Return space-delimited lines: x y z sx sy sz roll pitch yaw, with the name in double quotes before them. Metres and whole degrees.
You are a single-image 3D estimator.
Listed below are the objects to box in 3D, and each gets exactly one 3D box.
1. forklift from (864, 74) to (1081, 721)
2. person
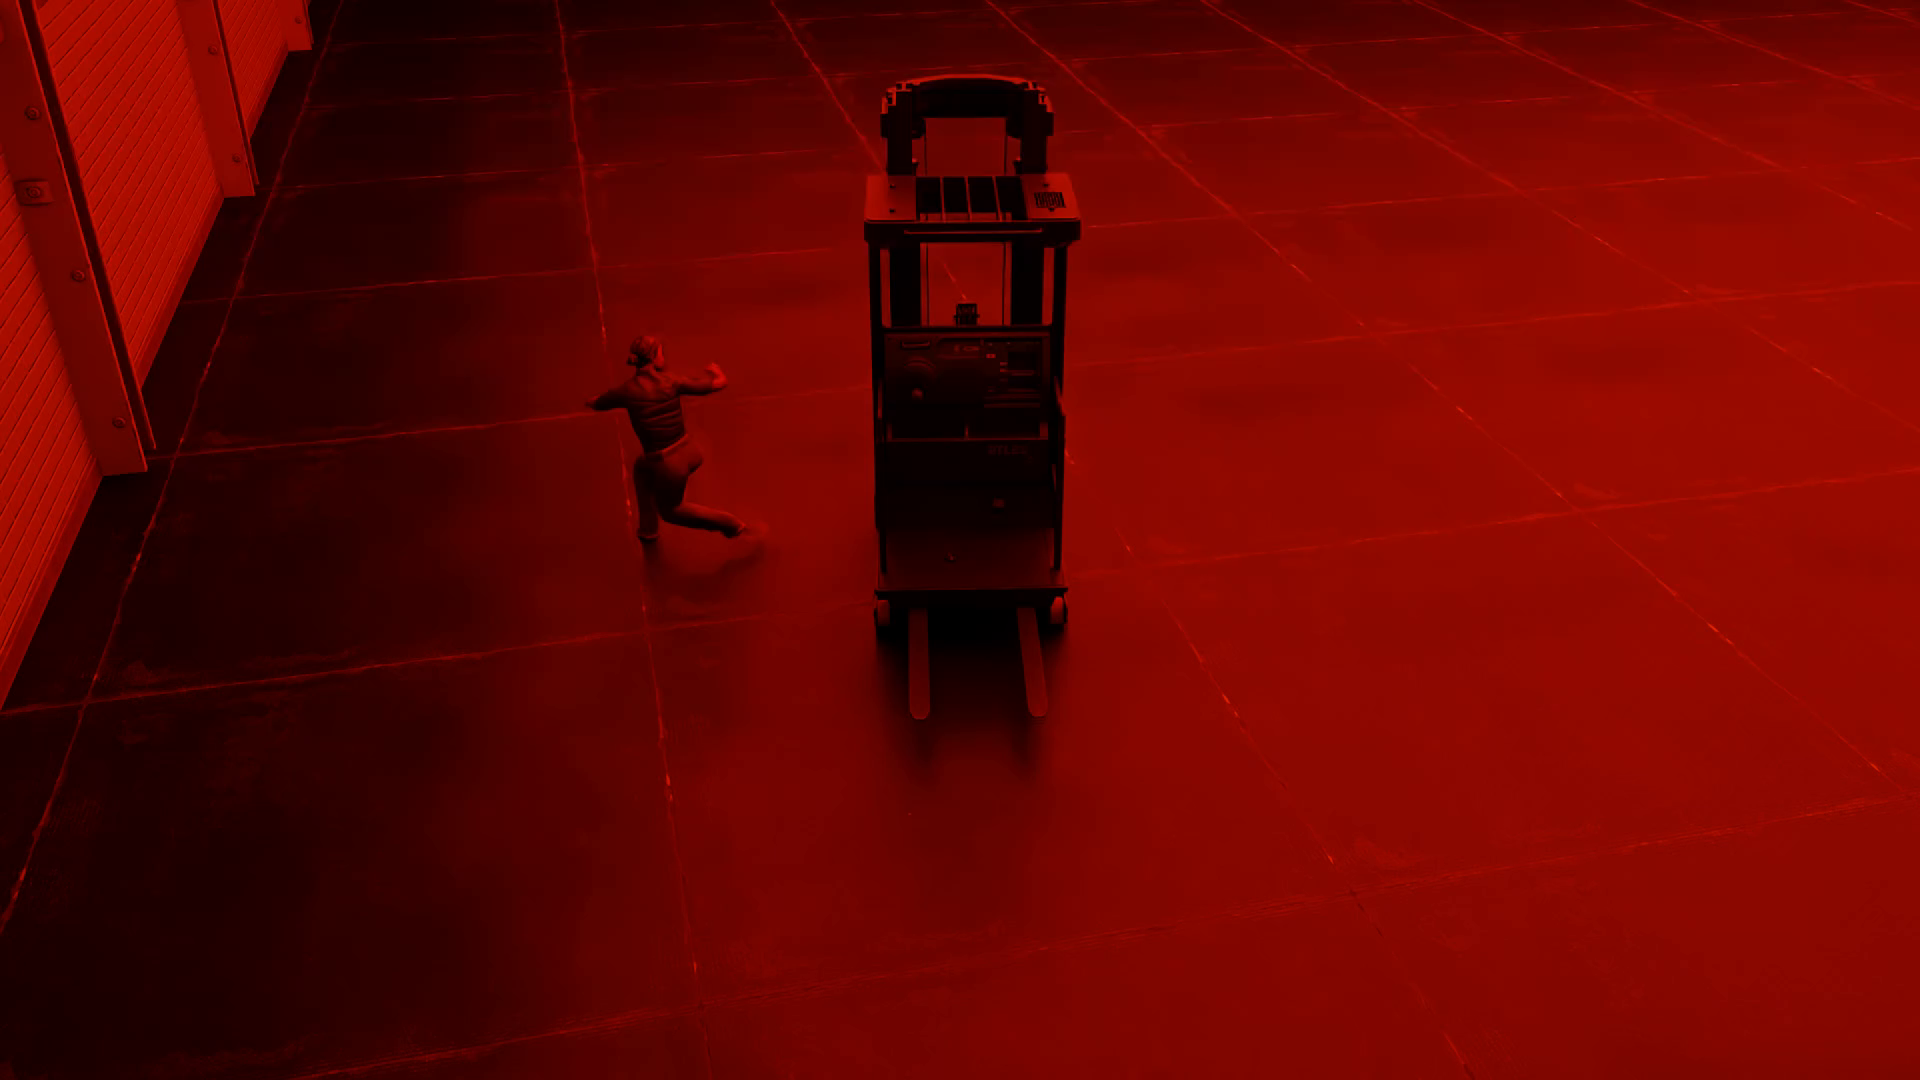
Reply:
"forklift" 0.051 -0.924 9.170 1.130 2.935 3.031 -1 30 -2
"person" -1.798 -0.649 10.235 1.088 1.406 0.795 24 38 35
